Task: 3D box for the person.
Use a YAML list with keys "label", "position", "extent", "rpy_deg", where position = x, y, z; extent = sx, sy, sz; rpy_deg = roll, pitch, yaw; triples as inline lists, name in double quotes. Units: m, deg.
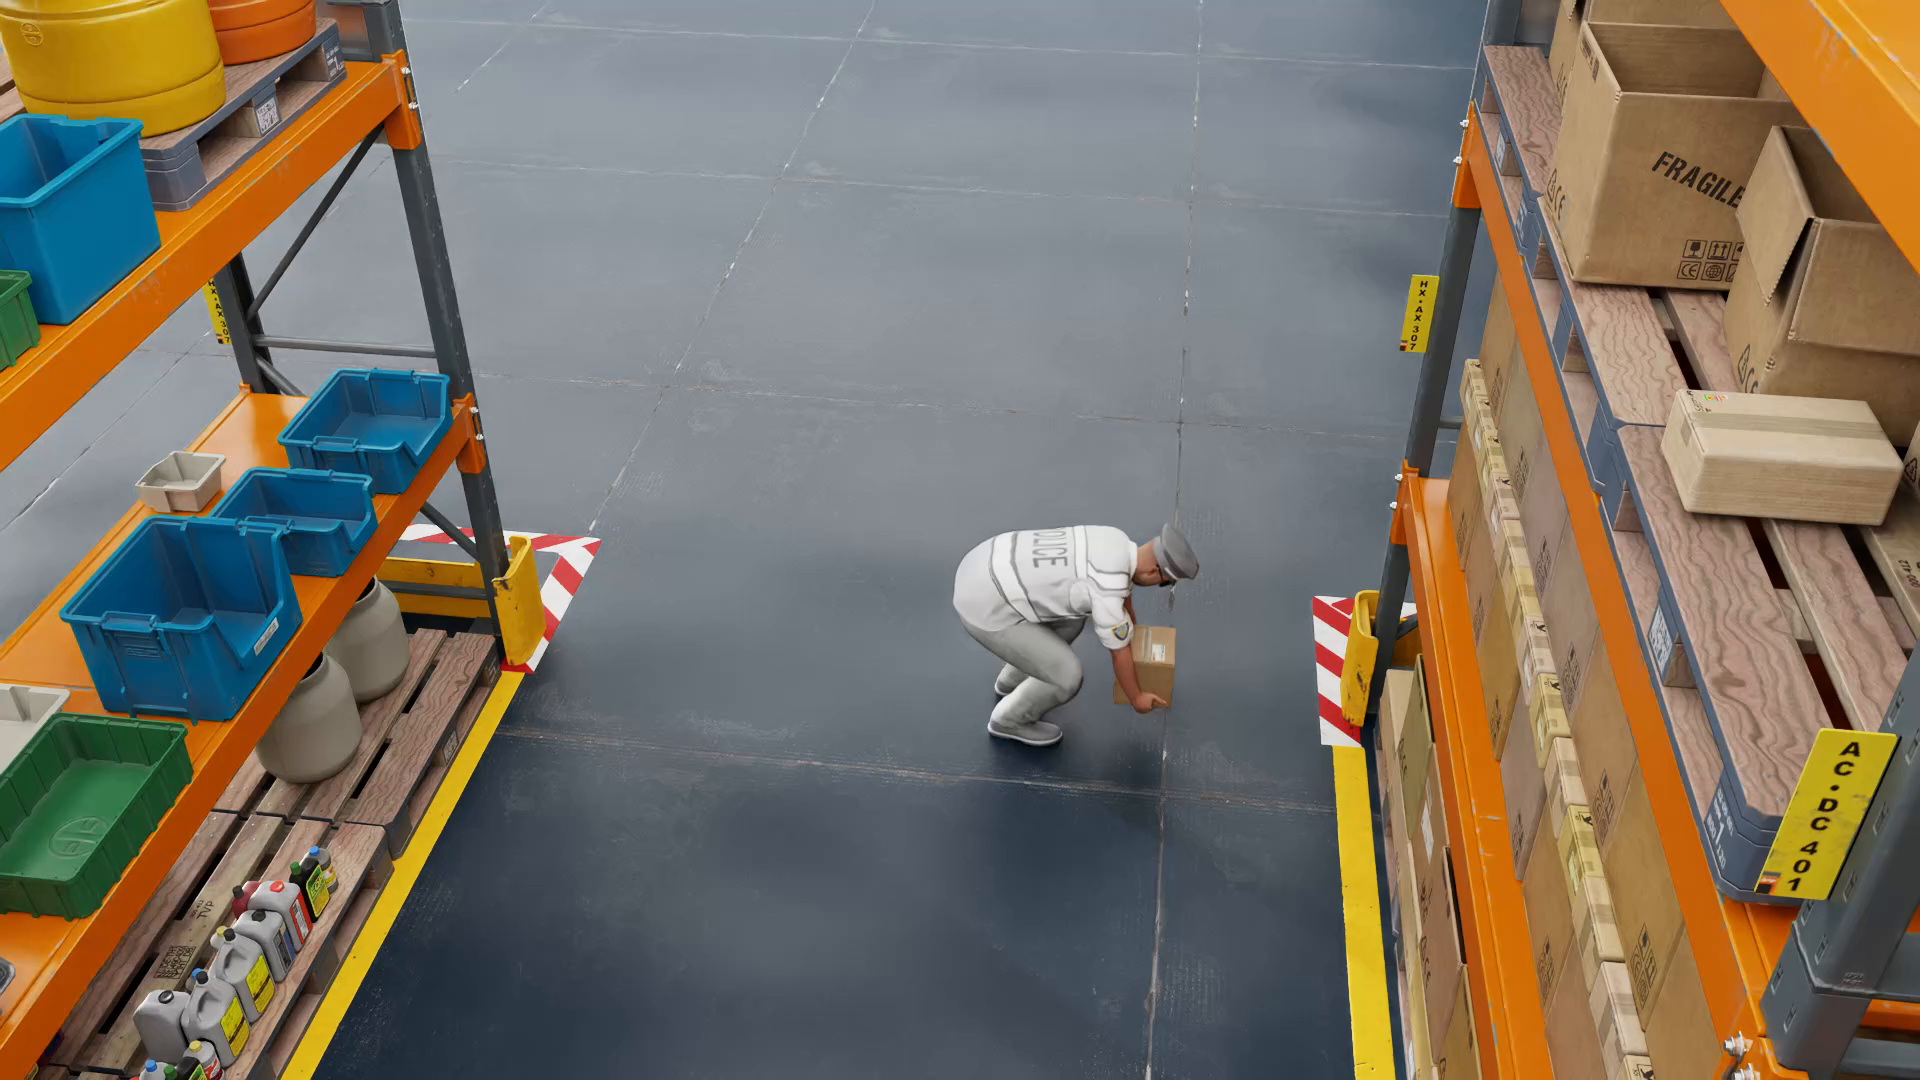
- label: "person"
  position: [0.486, 0.374, 7.139]
  extent: [1.024, 1.028, 0.543]
  rpy_deg: [3, 36, 4]
